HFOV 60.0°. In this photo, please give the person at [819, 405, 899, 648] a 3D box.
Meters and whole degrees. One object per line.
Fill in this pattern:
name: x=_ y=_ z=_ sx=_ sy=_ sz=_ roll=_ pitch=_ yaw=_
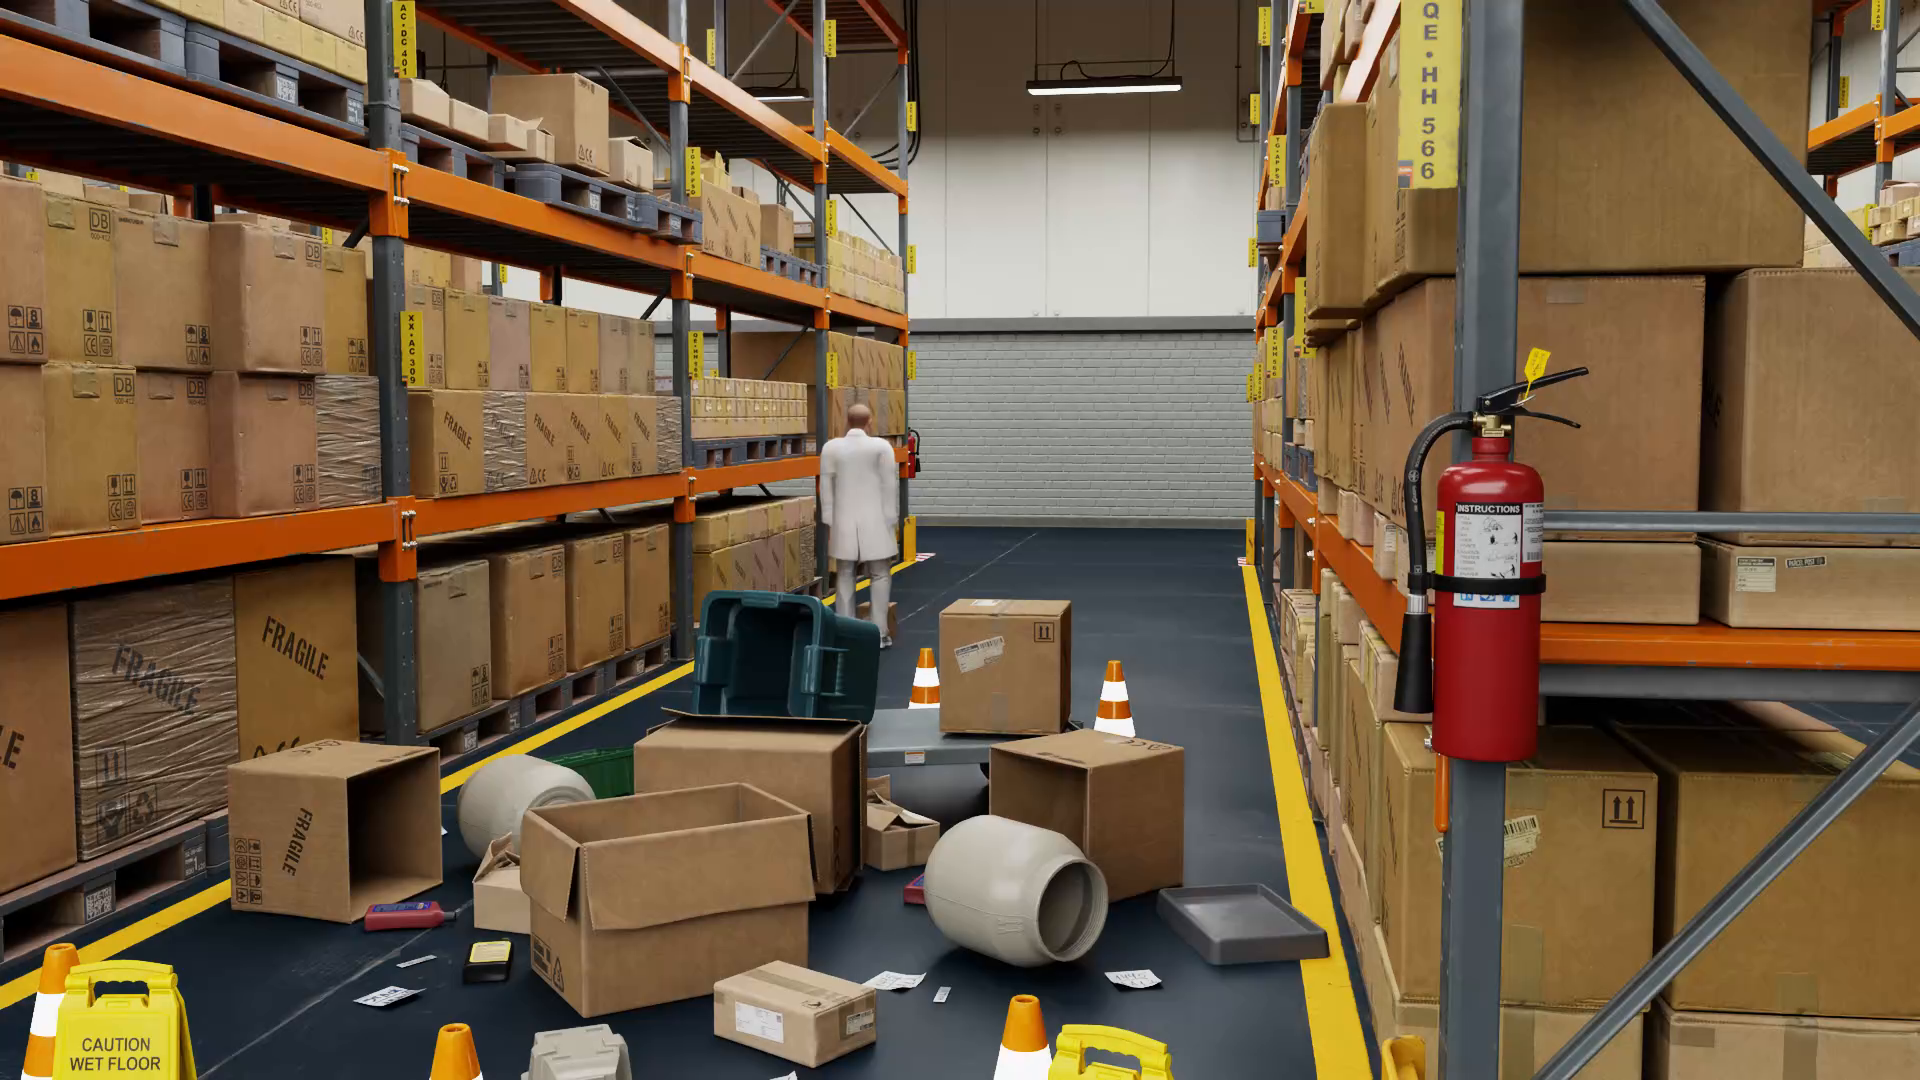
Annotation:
person: x=-0.731 y=-0.098 z=12.042 sx=0.572 sy=1.761 sz=0.378 roll=1 pitch=4 yaw=10
